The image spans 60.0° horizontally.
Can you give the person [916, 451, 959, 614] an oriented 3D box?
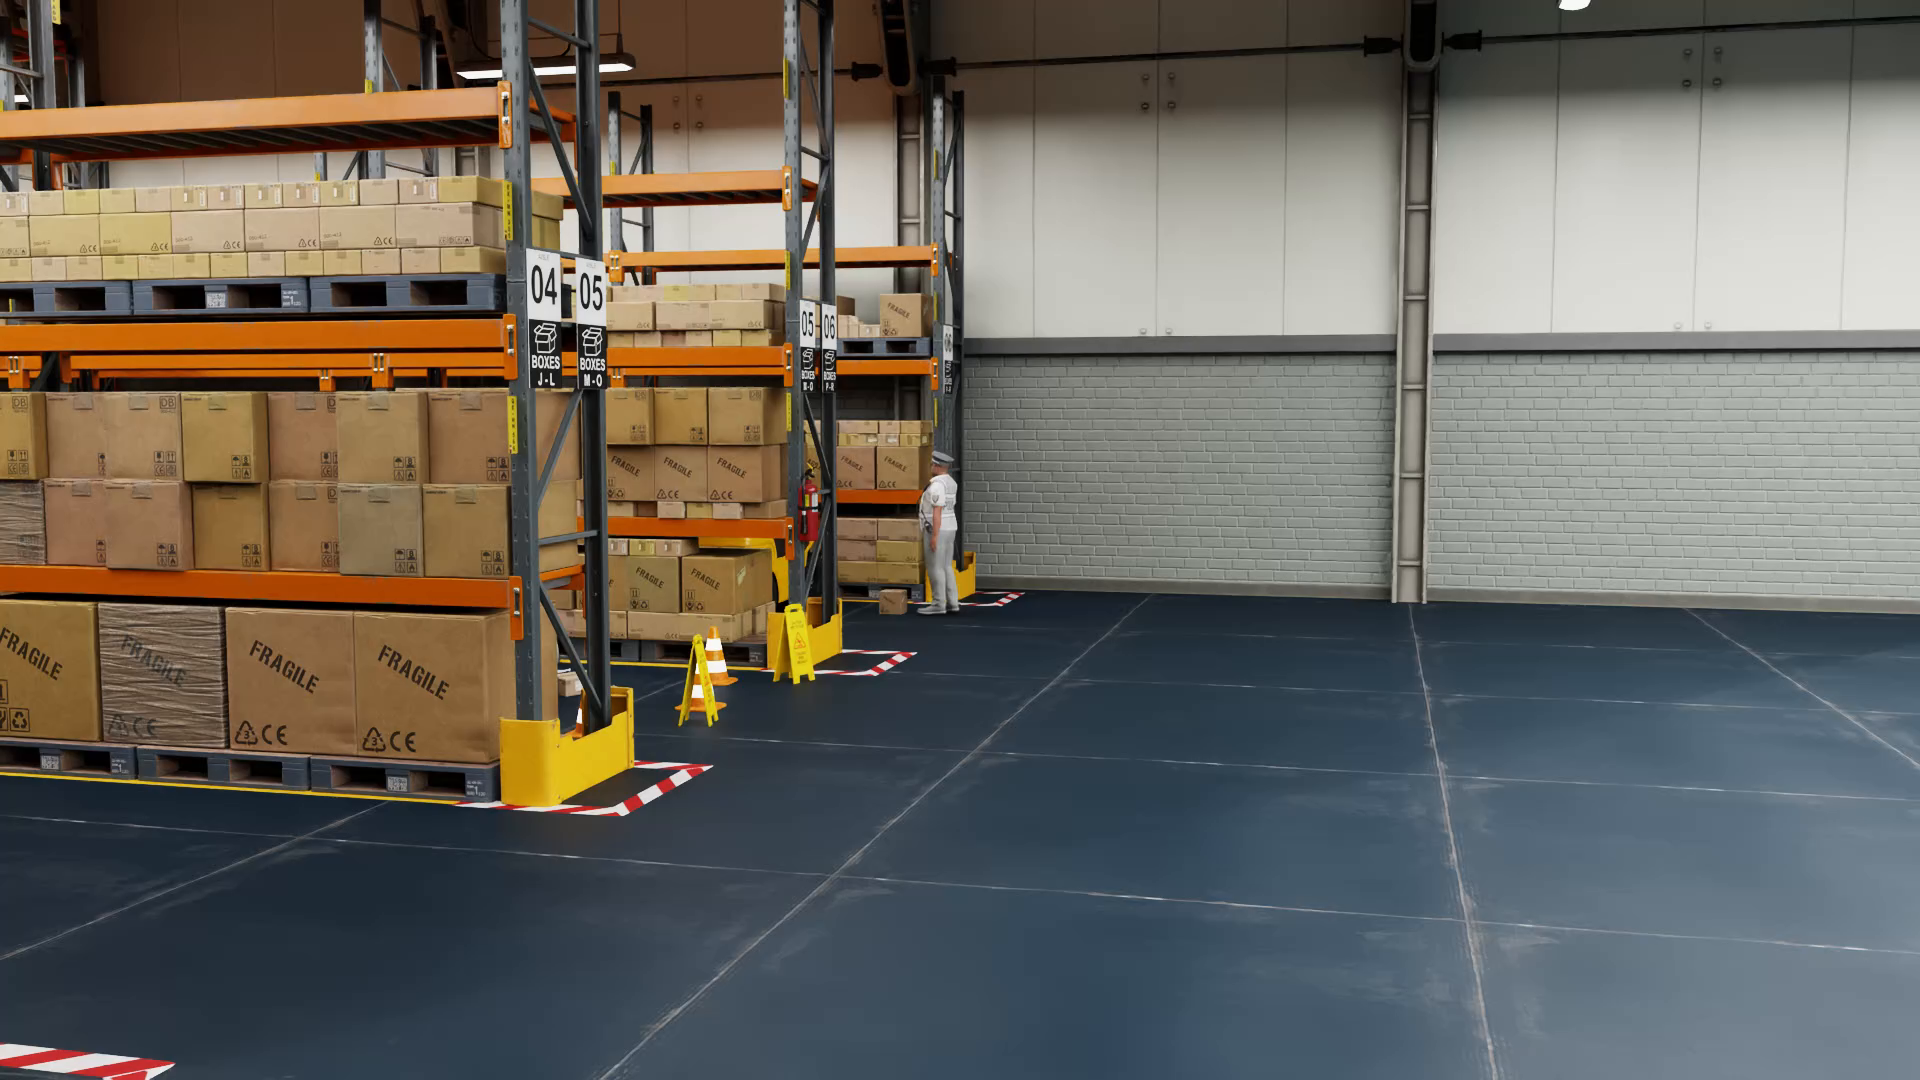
[{"bbox_3d":[-0.233,-0.083,18.143,0.419,1.778,0.564,2,5,21],"label":"person"}]
